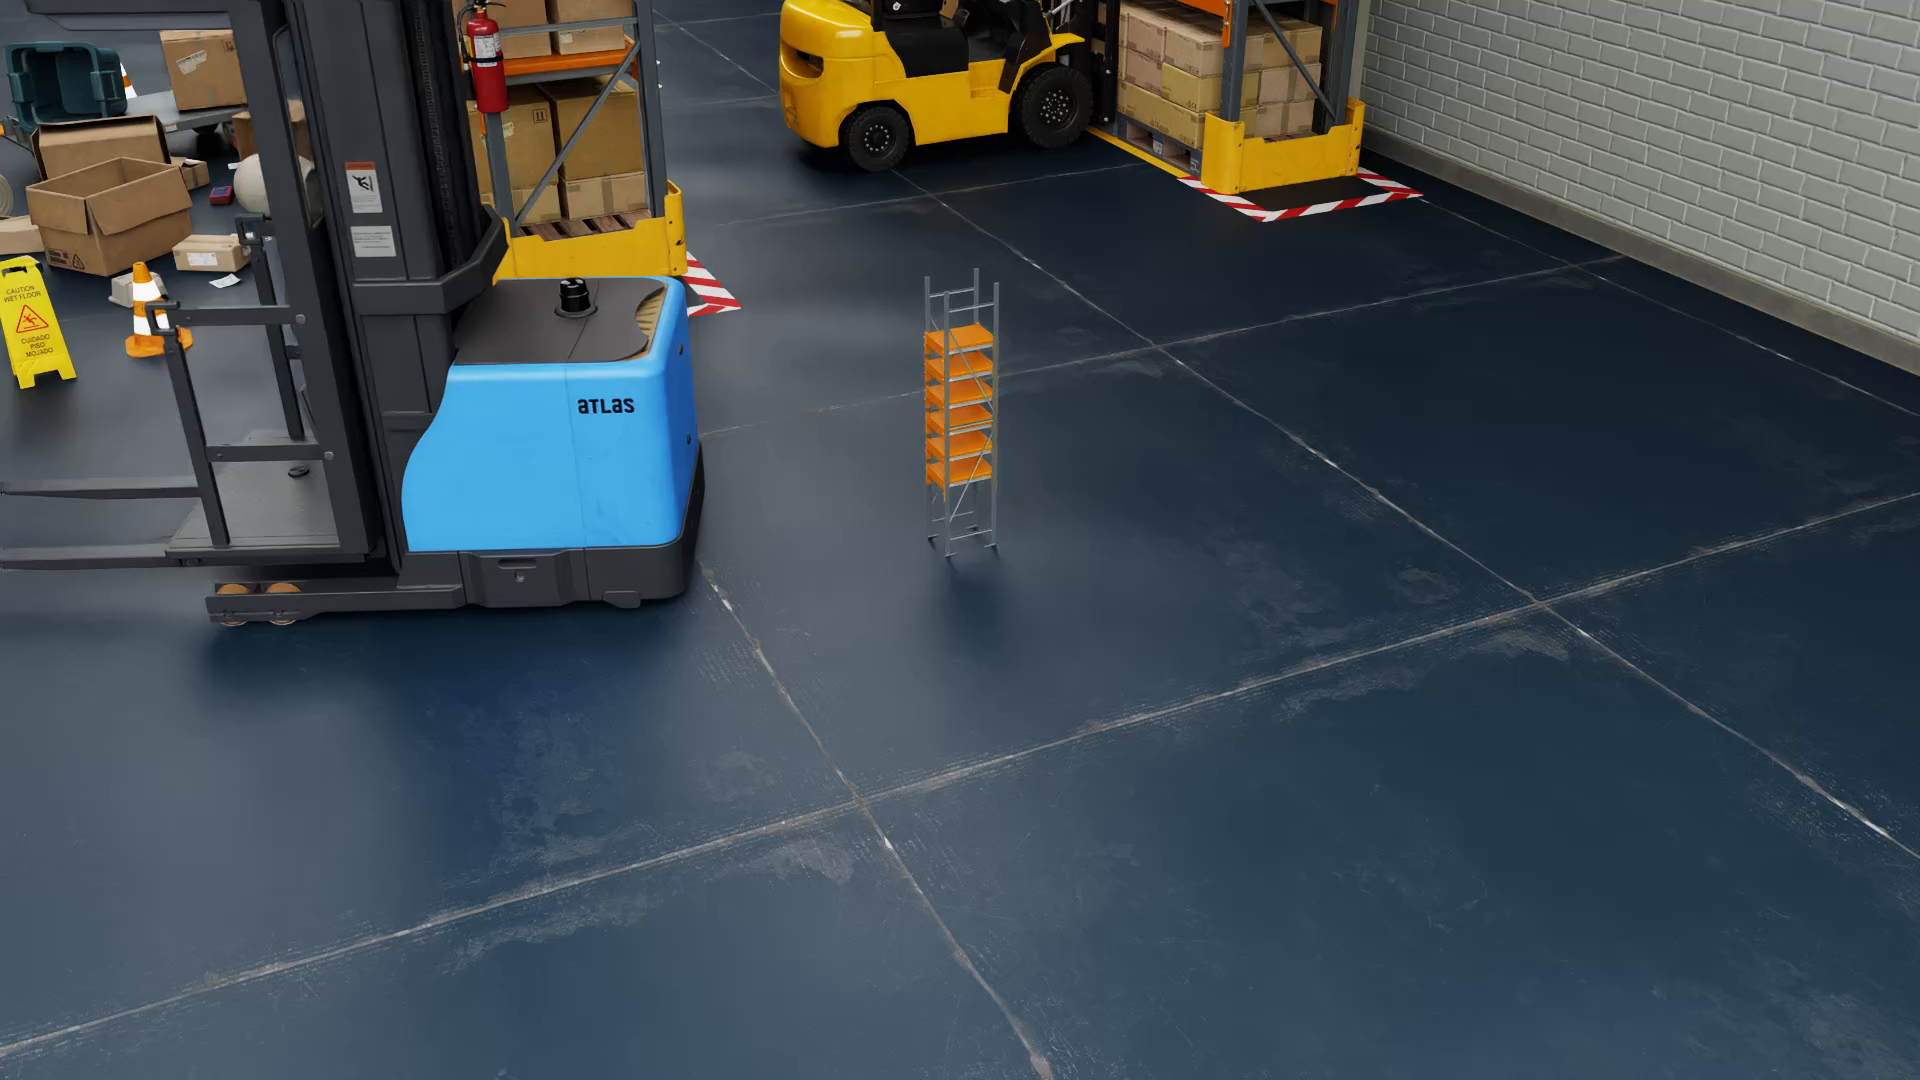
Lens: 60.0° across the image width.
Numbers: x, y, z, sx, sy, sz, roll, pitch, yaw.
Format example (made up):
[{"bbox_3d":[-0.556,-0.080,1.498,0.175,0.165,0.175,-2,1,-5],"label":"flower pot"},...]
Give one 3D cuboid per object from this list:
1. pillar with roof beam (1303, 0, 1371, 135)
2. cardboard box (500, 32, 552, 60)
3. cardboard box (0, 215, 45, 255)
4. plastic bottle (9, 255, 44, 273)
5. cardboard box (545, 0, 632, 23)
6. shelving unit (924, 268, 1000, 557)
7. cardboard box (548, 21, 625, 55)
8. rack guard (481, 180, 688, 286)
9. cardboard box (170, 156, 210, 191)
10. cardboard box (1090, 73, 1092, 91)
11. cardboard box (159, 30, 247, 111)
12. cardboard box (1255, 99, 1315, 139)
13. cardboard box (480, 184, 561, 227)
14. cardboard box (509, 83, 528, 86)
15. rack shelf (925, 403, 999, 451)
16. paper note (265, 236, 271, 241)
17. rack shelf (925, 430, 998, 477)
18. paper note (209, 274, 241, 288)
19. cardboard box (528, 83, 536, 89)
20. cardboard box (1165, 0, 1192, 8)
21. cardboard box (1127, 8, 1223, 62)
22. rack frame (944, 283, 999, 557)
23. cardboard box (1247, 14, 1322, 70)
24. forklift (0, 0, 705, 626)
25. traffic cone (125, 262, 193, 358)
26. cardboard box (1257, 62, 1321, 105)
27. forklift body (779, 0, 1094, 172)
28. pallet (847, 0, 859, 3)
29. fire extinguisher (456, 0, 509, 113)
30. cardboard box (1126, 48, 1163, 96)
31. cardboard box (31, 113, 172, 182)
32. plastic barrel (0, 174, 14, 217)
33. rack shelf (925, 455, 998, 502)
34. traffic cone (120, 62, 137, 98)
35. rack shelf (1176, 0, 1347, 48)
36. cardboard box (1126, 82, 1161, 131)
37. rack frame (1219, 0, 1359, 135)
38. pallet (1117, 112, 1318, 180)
[{"bbox_3d":[-1.105,-6.110,8.945,9.100,9.000,0.400,-13,32,-22],"label":"pillar with roof beam"},{"bbox_3d":[-2.568,-2.867,9.553,0.380,0.149,0.250,-12,31,-20],"label":"cardboard box"},{"bbox_3d":[-5.957,-1.974,10.499,0.396,0.266,0.258,-8,30,-13],"label":"cardboard box"},{"bbox_3d":[-5.747,-1.692,10.204,0.283,0.061,0.133,26,38,38],"label":"plastic bottle"},{"bbox_3d":[-2.167,-3.297,9.656,0.500,0.500,0.500,-14,32,-23],"label":"cardboard box"},{"bbox_3d":[0.006,-0.517,6.945,0.258,1.200,0.189,-13,32,-22],"label":"shelving unit"},{"bbox_3d":[-2.173,-2.940,9.683,0.380,0.149,0.250,-13,32,-22],"label":"cardboard box"},{"bbox_3d":[-2.246,-1.799,9.948,1.175,0.500,0.348,-13,32,-22],"label":"rack guard"},{"bbox_3d":[-5.520,-2.620,11.651,0.396,0.266,0.258,13,32,21],"label":"cardboard box"},{"bbox_3d":[1.126,-3.694,13.153,0.500,0.250,0.500,-12,31,-20],"label":"cardboard box"},{"bbox_3d":[-5.526,-3.476,12.164,0.500,0.500,0.500,-13,32,-22],"label":"cardboard box"},{"bbox_3d":[2.233,-3.142,12.168,0.500,0.250,0.500,-13,32,-22],"label":"cardboard box"},{"bbox_3d":[-2.814,-2.151,10.401,0.500,0.250,0.500,-13,32,-22],"label":"cardboard box"},{"bbox_3d":[-3.020,-2.696,10.606,0.500,0.500,0.500,-12,31,-20],"label":"cardboard box"},{"bbox_3d":[0.006,-0.478,6.967,0.258,0.103,0.180,-13,32,-22],"label":"rack shelf"},{"bbox_3d":[-4.461,-1.950,10.718,0.032,0.001,0.123,-13,32,-22],"label":"paper note"},{"bbox_3d":[0.006,-0.374,7.026,0.258,0.103,0.180,-13,32,-22],"label":"rack shelf"},{"bbox_3d":[-4.417,-1.561,10.002,0.142,0.019,0.148,26,38,38],"label":"paper note"},{"bbox_3d":[-2.549,-2.822,10.831,0.500,0.500,0.500,-14,32,-24],"label":"cardboard box"},{"bbox_3d":[1.809,-4.015,12.703,0.500,0.250,0.500,-13,32,-22],"label":"cardboard box"},{"bbox_3d":[1.564,-3.682,12.109,0.500,0.250,0.500,-12,32,-21],"label":"cardboard box"},{"bbox_3d":[0.046,-0.477,6.873,0.240,1.200,0.006,-13,32,-22],"label":"rack frame"},{"bbox_3d":[2.232,-3.572,11.913,0.500,0.250,0.500,-14,32,-23],"label":"cardboard box"},{"bbox_3d":[-2.642,-1.200,6.393,3.031,2.935,1.130,-1,29,-3],"label":"forklift"},{"bbox_3d":[-4.420,-1.285,9.069,0.336,0.463,0.334,-13,32,-22],"label":"traffic cone"},{"bbox_3d":[2.253,-3.353,12.034,0.500,0.250,0.500,-12,32,-21],"label":"cardboard box"},{"bbox_3d":[-0.194,-3.984,12.156,2.313,2.155,1.214,-13,32,-22],"label":"forklift body"},{"bbox_3d":[-0.849,-5.846,17.459,1.003,0.211,1.213,-13,32,-22],"label":"pallet"},{"bbox_3d":[-2.581,-2.675,9.033,0.296,0.674,0.183,-13,32,-22],"label":"fire extinguisher"},{"bbox_3d":[1.571,-3.475,12.251,0.500,0.250,0.500,-13,32,-22],"label":"cardboard box"},{"bbox_3d":[-5.663,-2.482,11.023,0.797,0.637,0.503,-13,32,-22],"label":"cardboard box"},{"bbox_3d":[-6.486,-2.236,10.805,0.512,0.421,0.421,7,30,13],"label":"plastic barrel"},{"bbox_3d":[0.006,-0.269,7.084,0.258,0.103,0.180,-13,32,-22],"label":"rack shelf"},{"bbox_3d":[-6.755,-3.688,13.355,0.336,0.463,0.334,-13,32,-22],"label":"traffic cone"},{"bbox_3d":[1.409,-4.470,12.890,1.077,0.370,4.000,-13,32,-22],"label":"rack shelf"},{"bbox_3d":[1.576,-3.247,12.355,0.500,0.250,0.500,-13,32,-22],"label":"cardboard box"},{"bbox_3d":[2.268,-3.900,11.138,1.000,3.000,0.127,-13,32,-22],"label":"rack frame"},{"bbox_3d":[1.901,-3.013,12.407,1.003,0.211,1.213,-13,32,-22],"label":"pallet"}]
